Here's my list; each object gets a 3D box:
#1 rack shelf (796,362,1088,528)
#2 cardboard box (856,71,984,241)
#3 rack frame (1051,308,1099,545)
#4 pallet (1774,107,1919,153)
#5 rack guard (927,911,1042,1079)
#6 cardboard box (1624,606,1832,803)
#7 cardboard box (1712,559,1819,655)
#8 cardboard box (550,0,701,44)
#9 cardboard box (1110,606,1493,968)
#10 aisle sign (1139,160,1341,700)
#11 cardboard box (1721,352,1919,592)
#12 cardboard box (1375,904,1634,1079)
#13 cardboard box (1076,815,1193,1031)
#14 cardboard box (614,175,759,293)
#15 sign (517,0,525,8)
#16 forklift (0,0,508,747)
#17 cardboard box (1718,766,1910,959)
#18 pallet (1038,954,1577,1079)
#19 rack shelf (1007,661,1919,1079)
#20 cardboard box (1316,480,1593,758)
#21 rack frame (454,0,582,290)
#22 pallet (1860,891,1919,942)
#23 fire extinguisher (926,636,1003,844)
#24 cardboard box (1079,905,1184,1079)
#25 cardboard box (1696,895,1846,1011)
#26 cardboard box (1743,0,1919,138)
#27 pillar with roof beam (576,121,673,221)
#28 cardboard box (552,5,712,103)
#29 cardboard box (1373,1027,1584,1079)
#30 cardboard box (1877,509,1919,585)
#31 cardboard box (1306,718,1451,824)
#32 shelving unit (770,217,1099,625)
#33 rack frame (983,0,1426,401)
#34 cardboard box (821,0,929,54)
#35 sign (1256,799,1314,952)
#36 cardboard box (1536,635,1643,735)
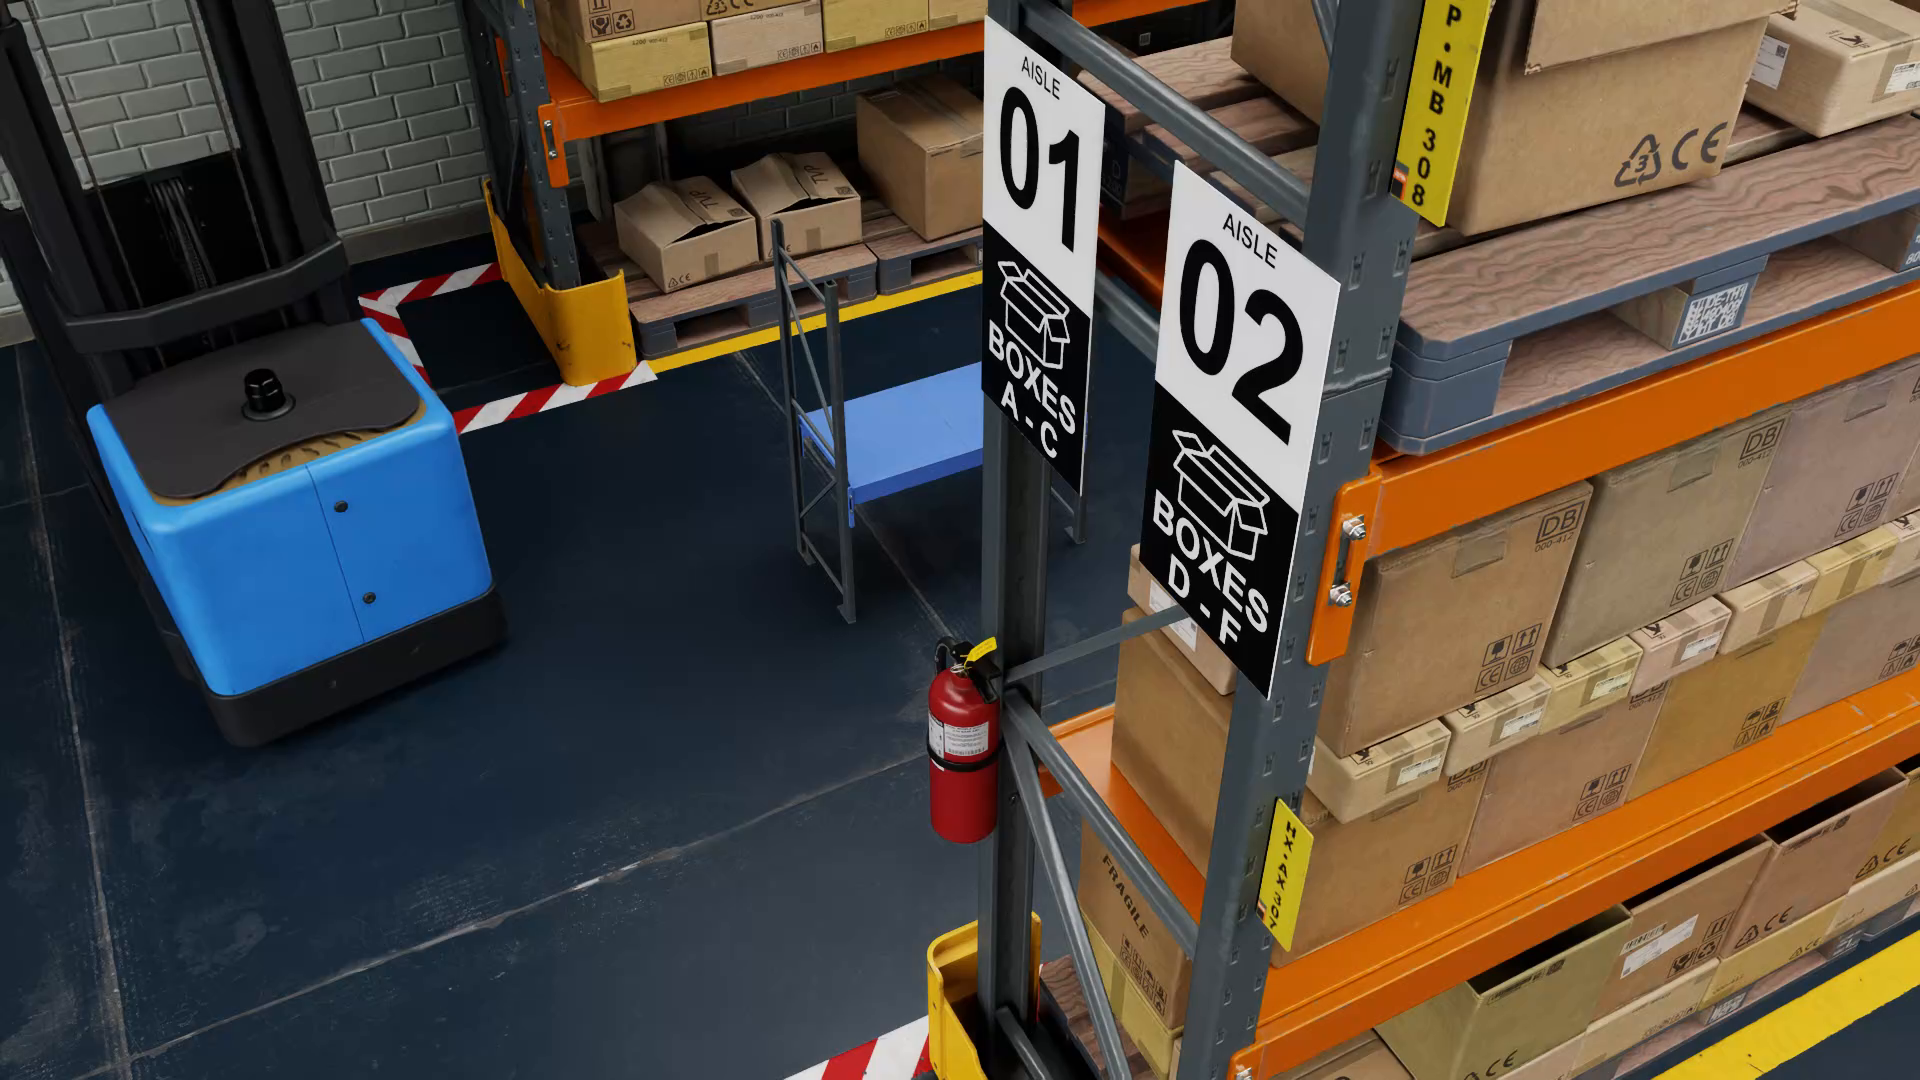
[{"bbox_3d":[-0.076,-0.410,6.352,1.000,0.185,0.538,-19,44,-21],"label":"rack shelf"},{"bbox_3d":[-0.127,-1.921,8.292,0.500,0.500,0.700,-21,45,-23],"label":"cardboard box"},{"bbox_3d":[0.375,-0.699,6.415,0.032,1.500,0.500,-19,44,-21],"label":"rack frame"},{"bbox_3d":[2.052,-1.029,3.390,1.213,0.211,1.003,-19,44,-21],"label":"pallet"},{"bbox_3d":[0.308,1.607,4.465,0.348,0.500,1.175,-19,44,-21],"label":"rack guard"},{"bbox_3d":[1.656,0.171,4.149,0.500,0.500,0.700,-18,44,-20],"label":"cardboard box"},{"bbox_3d":[1.692,0.057,3.782,0.250,0.149,0.380,-20,44,-22],"label":"cardboard box"},{"bbox_3d":[-1.400,-2.399,6.783,0.500,0.500,0.500,-19,44,-21],"label":"cardboard box"},{"bbox_3d":[0.750,0.475,3.790,0.500,0.500,0.700,-19,44,-21],"label":"cardboard box"},{"bbox_3d":[0.413,-0.152,2.595,0.004,0.787,0.394,-19,44,-21],"label":"aisle sign"},{"bbox_3d":[1.707,-0.347,3.756,0.500,0.500,0.700,-18,44,-20],"label":"cardboard box"},{"bbox_3d":[1.351,1.065,4.392,0.500,0.500,0.500,-19,44,-21],"label":"cardboard box"},{"bbox_3d":[0.668,0.918,4.567,0.500,0.500,0.500,-19,44,-21],"label":"cardboard box"},{"bbox_3d":[-1.307,-1.489,7.928,0.500,0.311,0.500,-24,46,-25],"label":"cardboard box"},{"bbox_3d":[-1.711,-2.212,6.371,0.005,0.325,0.100,-19,44,-21],"label":"sign"},{"bbox_3d":[-2.958,-1.310,6.029,1.130,2.935,3.031,-25,46,-26],"label":"forklift"},{"bbox_3d":[2.240,0.770,4.742,0.500,0.500,0.500,-19,44,-21],"label":"cardboard box"},{"bbox_3d":[0.989,1.457,4.865,1.213,0.211,1.003,-19,44,-21],"label":"pallet"},{"bbox_3d":[2.103,0.323,4.603,4.000,0.370,1.077,-19,44,-21],"label":"rack shelf"},{"bbox_3d":[0.797,-0.036,3.389,0.500,0.500,0.700,-18,44,-20],"label":"cardboard box"},{"bbox_3d":[-1.962,-2.192,7.018,0.127,3.000,1.000,-19,44,-21],"label":"rack frame"},{"bbox_3d":[3.153,0.729,5.725,1.213,0.211,1.003,-19,44,-21],"label":"pallet"},{"bbox_3d":[0.010,0.444,3.964,0.183,0.674,0.296,-19,44,-21],"label":"fire extinguisher"},{"bbox_3d":[0.669,1.205,4.808,0.500,0.250,0.500,-19,44,-21],"label":"cardboard box"},{"bbox_3d":[2.239,1.055,4.985,0.500,0.250,0.500,-19,44,-21],"label":"cardboard box"},{"bbox_3d":[1.455,-0.867,2.893,0.250,0.149,0.380,-19,44,-21],"label":"cardboard box"},{"bbox_3d":[0.248,-2.720,2.998,0.400,9.000,9.100,-19,44,-21],"label":"pillar with roof beam"},{"bbox_3d":[-1.382,-2.106,7.017,0.500,0.250,0.500,-20,44,-22],"label":"cardboard box"},{"bbox_3d":[1.350,1.351,4.636,0.500,0.250,0.500,-19,44,-21],"label":"cardboard box"},{"bbox_3d":[2.141,-0.092,3.958,0.250,0.149,0.380,-18,44,-20],"label":"cardboard box"},{"bbox_3d":[0.777,0.366,3.417,0.250,0.149,0.380,-19,44,-21],"label":"cardboard box"},{"bbox_3d":[-0.076,-0.547,6.235,1.048,1.500,0.538,-19,44,-21],"label":"shelving unit"},{"bbox_3d":[0.330,-1.644,1.728,0.127,3.000,1.000,-19,44,-21],"label":"rack frame"},{"bbox_3d":[-0.474,-2.418,7.385,0.500,0.250,0.500,-19,44,-21],"label":"cardboard box"},{"bbox_3d":[0.581,0.605,2.983,0.005,0.325,0.100,-19,44,-21],"label":"sign"},{"bbox_3d":[1.232,0.212,3.599,0.250,0.149,0.380,-18,44,-20],"label":"cardboard box"}]
